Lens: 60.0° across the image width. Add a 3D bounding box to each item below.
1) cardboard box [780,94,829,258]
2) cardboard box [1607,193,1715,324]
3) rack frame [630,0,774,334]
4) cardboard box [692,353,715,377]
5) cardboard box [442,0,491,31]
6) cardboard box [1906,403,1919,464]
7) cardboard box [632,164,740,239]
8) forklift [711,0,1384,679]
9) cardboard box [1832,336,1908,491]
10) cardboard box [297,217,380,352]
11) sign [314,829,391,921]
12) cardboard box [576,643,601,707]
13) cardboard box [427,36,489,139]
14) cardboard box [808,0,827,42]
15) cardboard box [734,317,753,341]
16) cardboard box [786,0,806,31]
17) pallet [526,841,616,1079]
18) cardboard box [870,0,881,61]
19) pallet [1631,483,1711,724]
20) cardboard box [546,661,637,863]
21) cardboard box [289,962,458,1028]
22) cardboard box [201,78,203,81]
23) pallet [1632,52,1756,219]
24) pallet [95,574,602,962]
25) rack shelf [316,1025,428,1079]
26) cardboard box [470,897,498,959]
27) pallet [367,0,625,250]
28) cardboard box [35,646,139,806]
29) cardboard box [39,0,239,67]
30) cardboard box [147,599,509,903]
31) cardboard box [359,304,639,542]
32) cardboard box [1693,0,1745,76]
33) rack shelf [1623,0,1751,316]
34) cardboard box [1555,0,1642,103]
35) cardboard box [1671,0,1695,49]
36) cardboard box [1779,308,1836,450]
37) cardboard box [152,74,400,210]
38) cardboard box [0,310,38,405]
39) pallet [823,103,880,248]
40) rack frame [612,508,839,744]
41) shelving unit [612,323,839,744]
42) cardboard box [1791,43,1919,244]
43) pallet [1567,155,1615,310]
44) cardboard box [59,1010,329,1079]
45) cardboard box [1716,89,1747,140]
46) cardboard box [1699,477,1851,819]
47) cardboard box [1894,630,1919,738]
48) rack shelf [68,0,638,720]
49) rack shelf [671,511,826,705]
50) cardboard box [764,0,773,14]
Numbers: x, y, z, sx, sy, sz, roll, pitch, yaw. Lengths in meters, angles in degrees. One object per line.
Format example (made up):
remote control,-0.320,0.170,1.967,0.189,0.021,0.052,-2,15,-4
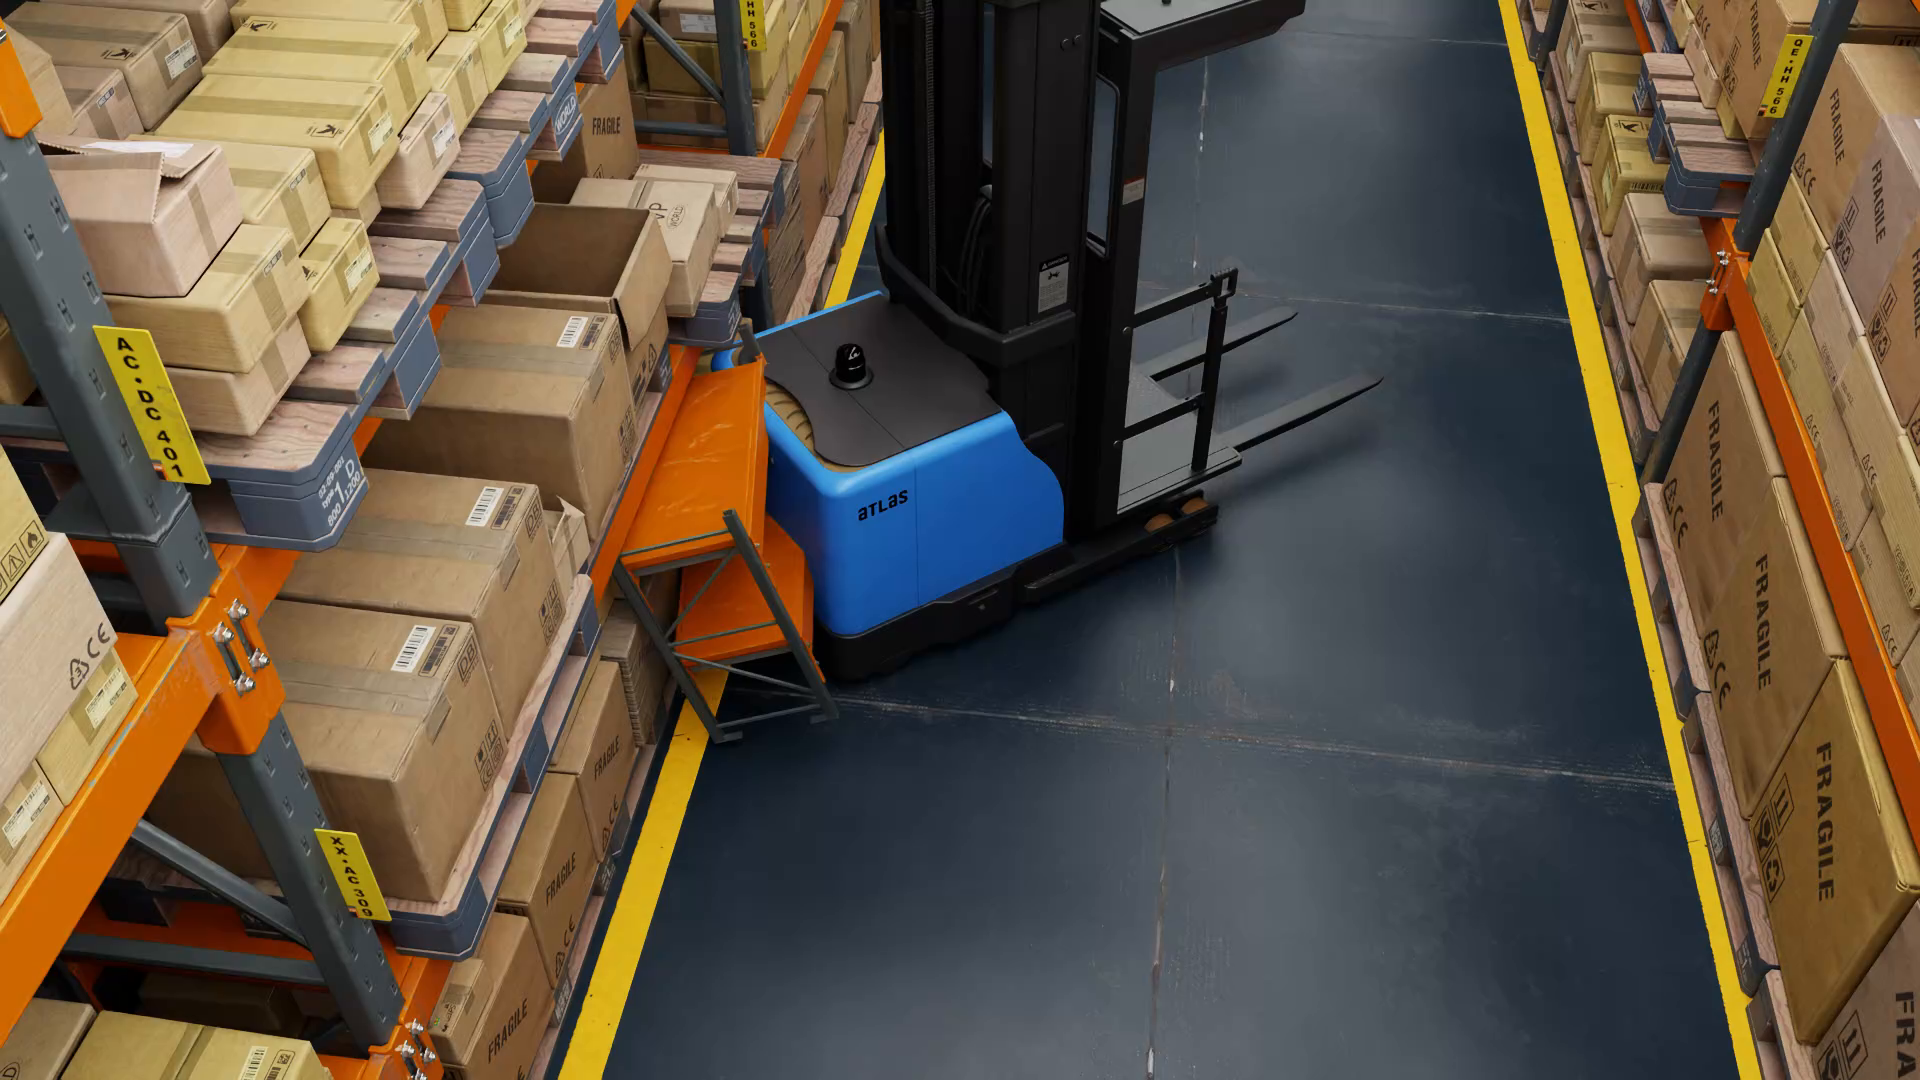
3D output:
cardboard box,-1.178,-1.873,8.490,0.875,0.625,0.625,7,44,7
cardboard box,3.742,-1.350,8.122,0.950,0.372,0.625,4,44,5
rack frame,-1.353,-1.713,6.899,1.000,3.000,0.127,5,44,6
cardboard box,-1.172,-0.644,6.812,0.380,0.149,0.250,3,44,3
cardboard box,-1.305,-1.329,3.901,0.380,0.149,0.250,6,44,6
cardboard box,3.050,-0.316,4.624,0.500,0.500,0.500,6,44,6
cardboard box,-1.059,-1.291,6.332,0.380,0.149,0.250,6,44,6
forklift,0.526,-1.296,6.509,3.031,2.935,1.130,-24,48,-23
cardboard box,3.108,-0.377,5.235,0.500,0.250,0.500,5,44,5
cardboard box,-1.379,-0.514,3.256,0.380,0.149,0.250,6,44,6
sign,-1.343,0.743,3.676,0.100,0.325,0.005,5,44,6
cardboard box,-1.460,0.417,5.691,0.380,0.149,0.250,7,44,7
cardboard box,-1.315,-1.037,3.809,0.380,0.149,0.250,5,44,5
cardboard box,-0.919,-2.632,7.980,0.500,0.250,0.500,4,44,4
cardboard box,-1.196,-0.650,7.289,0.500,0.500,0.500,6,44,7
cardboard box,-0.985,-2.461,7.435,0.500,0.250,0.500,7,44,7
pallet,-1.812,1.468,5.568,1.003,0.211,1.213,5,44,6
cardboard box,-0.882,-3.372,10.074,0.875,0.625,0.625,7,44,7
pallet,3.389,0.279,6.824,1.003,0.211,1.213,5,44,6
cardboard box,-1.464,0.756,5.805,0.500,0.500,0.500,4,44,4
cardboard box,-1.630,1.199,4.648,0.380,0.149,0.250,5,44,5
cardboard box,-1.828,-1.098,3.873,0.380,0.149,0.250,4,44,4
pallet,3.556,-1.690,7.014,1.213,0.211,1.003,5,44,6
pallet,-1.668,0.549,4.651,1.003,0.211,1.213,5,44,6
rack shelf,-2.146,2.638,2.828,1.077,0.370,4.000,5,44,6
cardboard box,-1.610,1.117,4.952,0.380,0.149,0.250,4,44,4
pallet,-1.592,-1.153,4.263,1.213,0.211,1.003,5,44,6
cardboard box,-1.636,0.287,2.788,0.380,0.149,0.250,5,44,5
cardboard box,-1.817,-1.198,3.763,0.380,0.149,0.250,4,44,4
cardboard box,-1.596,0.515,4.168,0.700,0.500,0.500,6,44,7
cardboard box,-1.424,-0.372,5.106,0.700,0.500,0.500,5,44,5
cardboard box,3.410,-2.249,6.871,0.500,0.500,0.500,5,44,5
rack shelf,3.832,-2.366,8.112,1.077,0.370,4.000,5,44,6
cardboard box,4.030,-2.831,9.686,0.950,0.372,0.625,6,44,6
cardboard box,3.394,-2.295,7.391,0.380,0.149,0.250,6,44,6
cardboard box,3.203,-0.547,5.778,0.500,0.250,0.500,4,44,4
cardboard box,-1.367,-0.802,3.344,0.380,0.149,0.250,5,44,5
cardboard box,-1.910,-0.386,3.121,0.380,0.149,0.250,5,44,5
pallet,-1.042,-2.087,9.322,1.003,0.211,1.213,5,44,6
rack frame,-0.848,0.339,5.980,0.500,1.125,0.032,-13,44,9
shelving unit,-0.871,-0.019,6.341,0.538,1.125,1.048,-13,44,9
cardboard box,3.260,-1.349,5.716,0.500,0.500,0.500,4,44,4
pallet,3.836,-1.613,8.822,1.003,0.211,1.213,5,44,6
cardboard box,-1.707,1.329,3.579,0.500,0.250,0.500,6,44,7
cardboard box,3.342,-1.759,6.826,0.380,0.149,0.250,6,44,6
cardboard box,3.272,0.426,5.881,0.875,0.875,0.875,6,44,6
cardboard box,3.003,0.499,4.673,0.500,0.250,0.500,4,44,4
rack shelf,-1.617,-1.177,4.676,1.077,0.370,4.000,5,44,6
rack shelf,-0.807,0.147,6.509,0.538,0.278,1.000,-13,44,9
cardboard box,-0.985,-2.357,7.035,0.380,0.149,0.250,6,44,6
